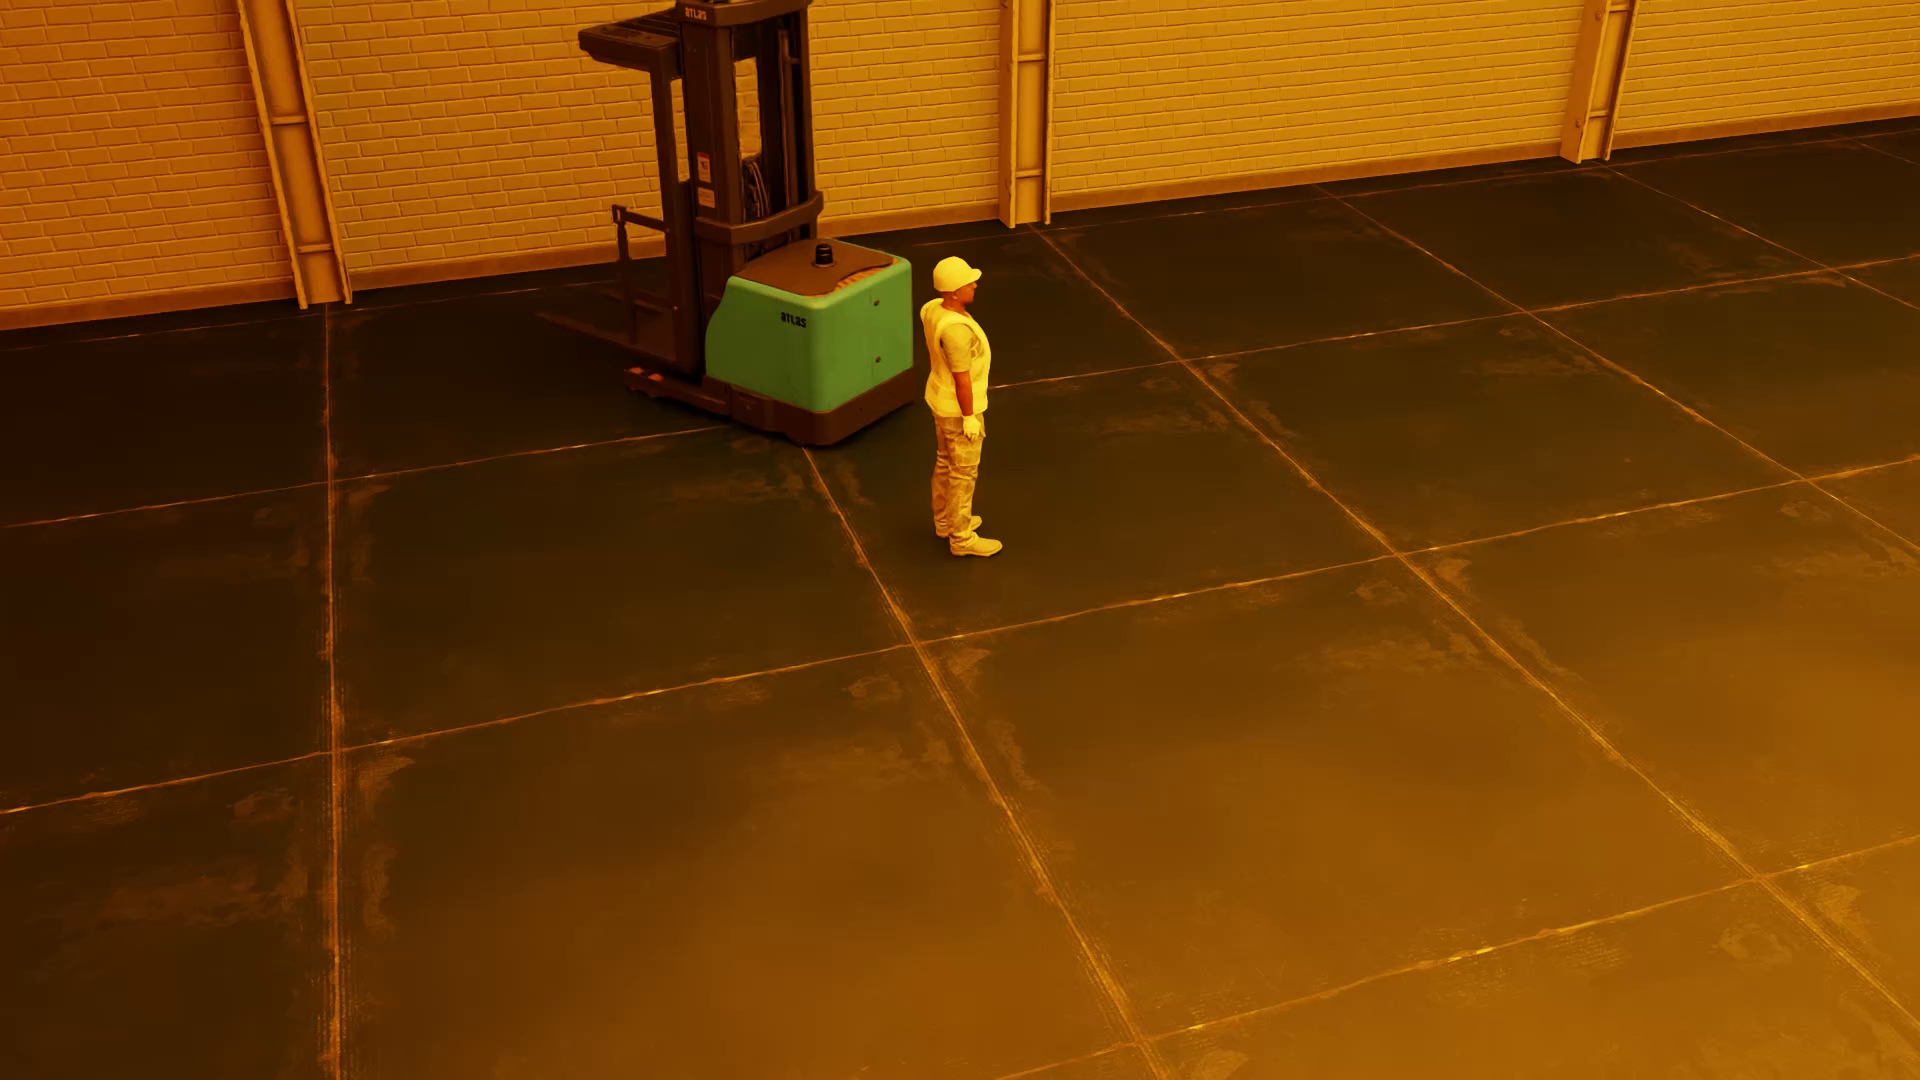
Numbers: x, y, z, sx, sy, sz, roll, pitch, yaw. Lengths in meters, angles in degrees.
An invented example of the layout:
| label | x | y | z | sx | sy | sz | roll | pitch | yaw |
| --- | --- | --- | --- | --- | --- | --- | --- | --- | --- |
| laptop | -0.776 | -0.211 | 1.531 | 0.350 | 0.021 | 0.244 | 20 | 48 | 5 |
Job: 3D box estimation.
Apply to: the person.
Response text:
| label | x | y | z | sx | sy | sz | roll | pitch | yaw |
| --- | --- | --- | --- | --- | --- | --- | --- | --- | --- |
| person | 0.001 | -0.780 | 9.591 | 0.382 | 1.789 | 0.542 | -10 | 31 | -16 |

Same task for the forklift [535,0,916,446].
| label | x | y | z | sx | sy | sz | roll | pitch | yaw |
| --- | --- | --- | --- | --- | --- | --- | --- | --- | --- |
| forklift | -1.793 | -2.467 | 11.375 | 3.031 | 2.935 | 1.130 | 20 | 36 | 31 |
